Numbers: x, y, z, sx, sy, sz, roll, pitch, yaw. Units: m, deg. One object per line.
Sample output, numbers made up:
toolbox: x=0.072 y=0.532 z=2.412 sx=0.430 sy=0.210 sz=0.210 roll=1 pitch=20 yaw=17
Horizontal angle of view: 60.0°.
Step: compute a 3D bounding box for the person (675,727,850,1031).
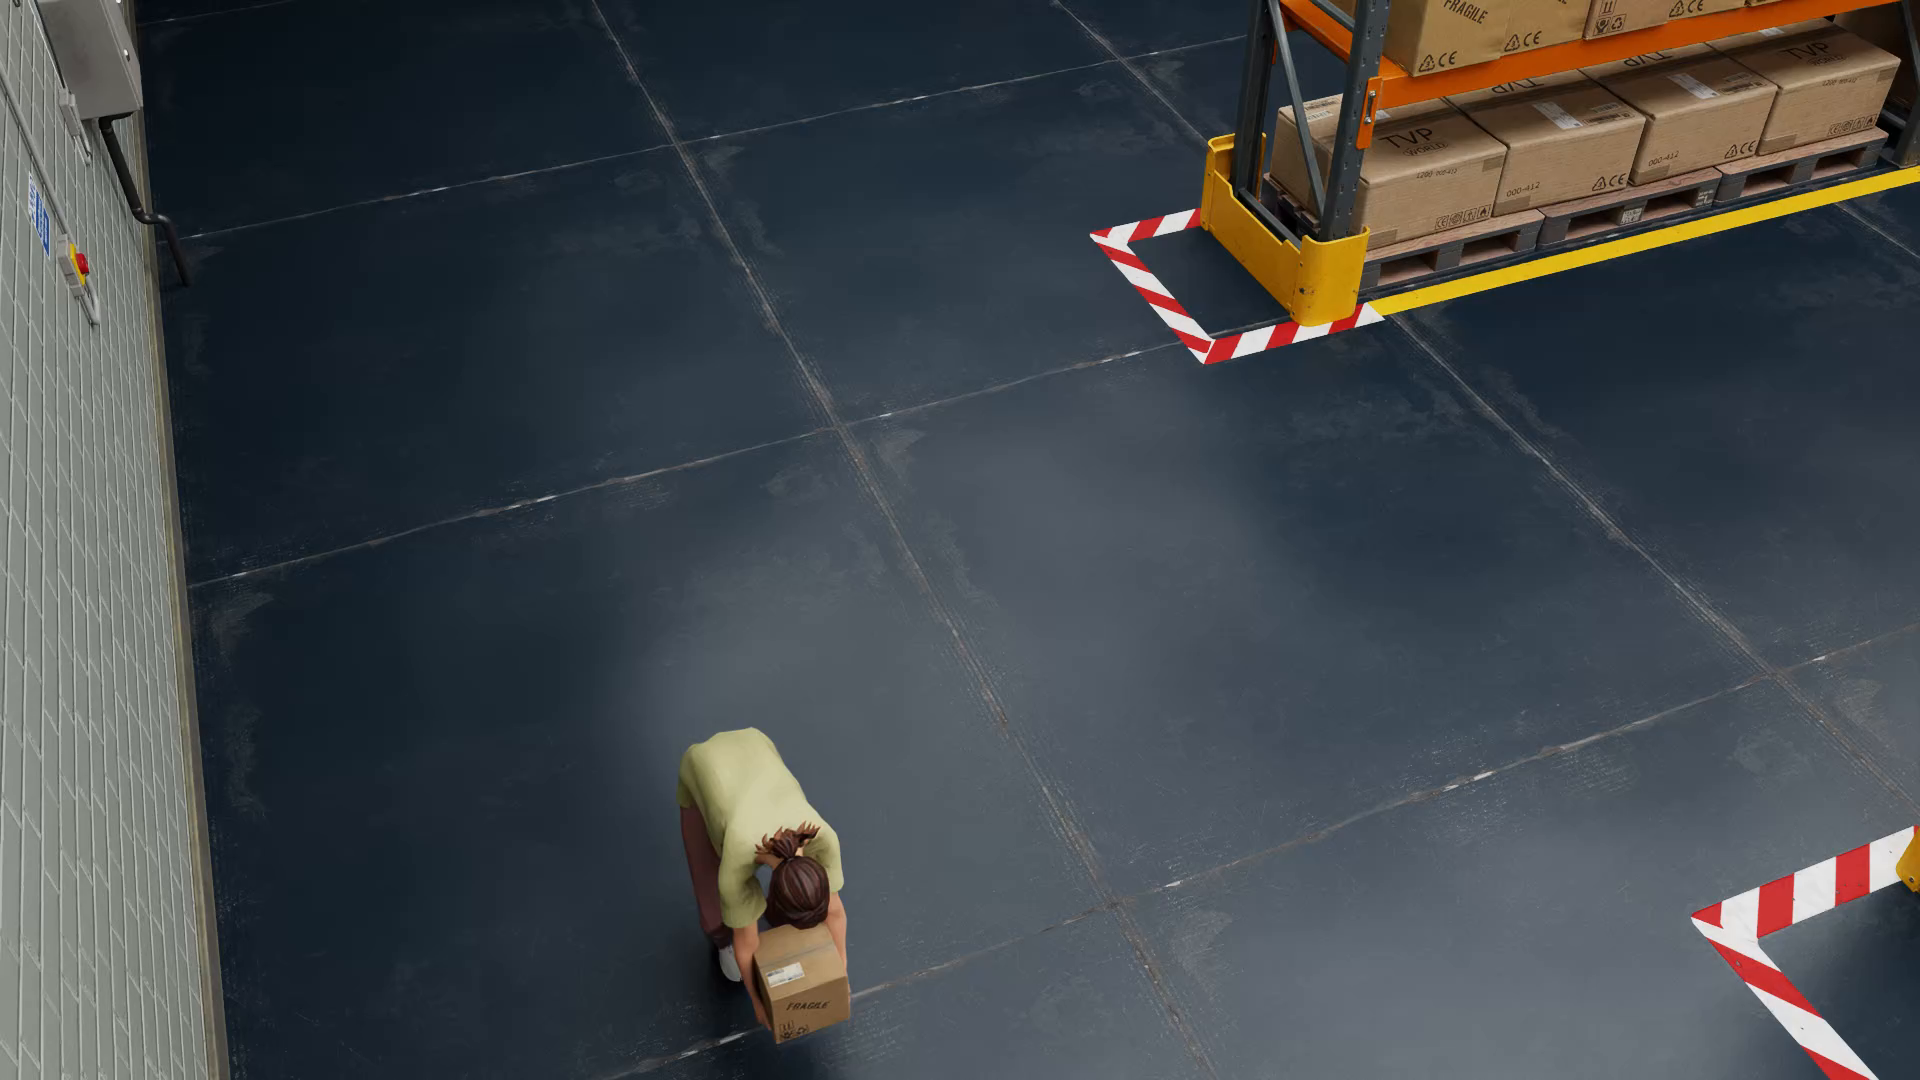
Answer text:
person: x=-0.624 y=1.128 z=5.386 sx=0.455 sy=1.031 sz=0.868 roll=-17 pitch=45 yaw=-19
